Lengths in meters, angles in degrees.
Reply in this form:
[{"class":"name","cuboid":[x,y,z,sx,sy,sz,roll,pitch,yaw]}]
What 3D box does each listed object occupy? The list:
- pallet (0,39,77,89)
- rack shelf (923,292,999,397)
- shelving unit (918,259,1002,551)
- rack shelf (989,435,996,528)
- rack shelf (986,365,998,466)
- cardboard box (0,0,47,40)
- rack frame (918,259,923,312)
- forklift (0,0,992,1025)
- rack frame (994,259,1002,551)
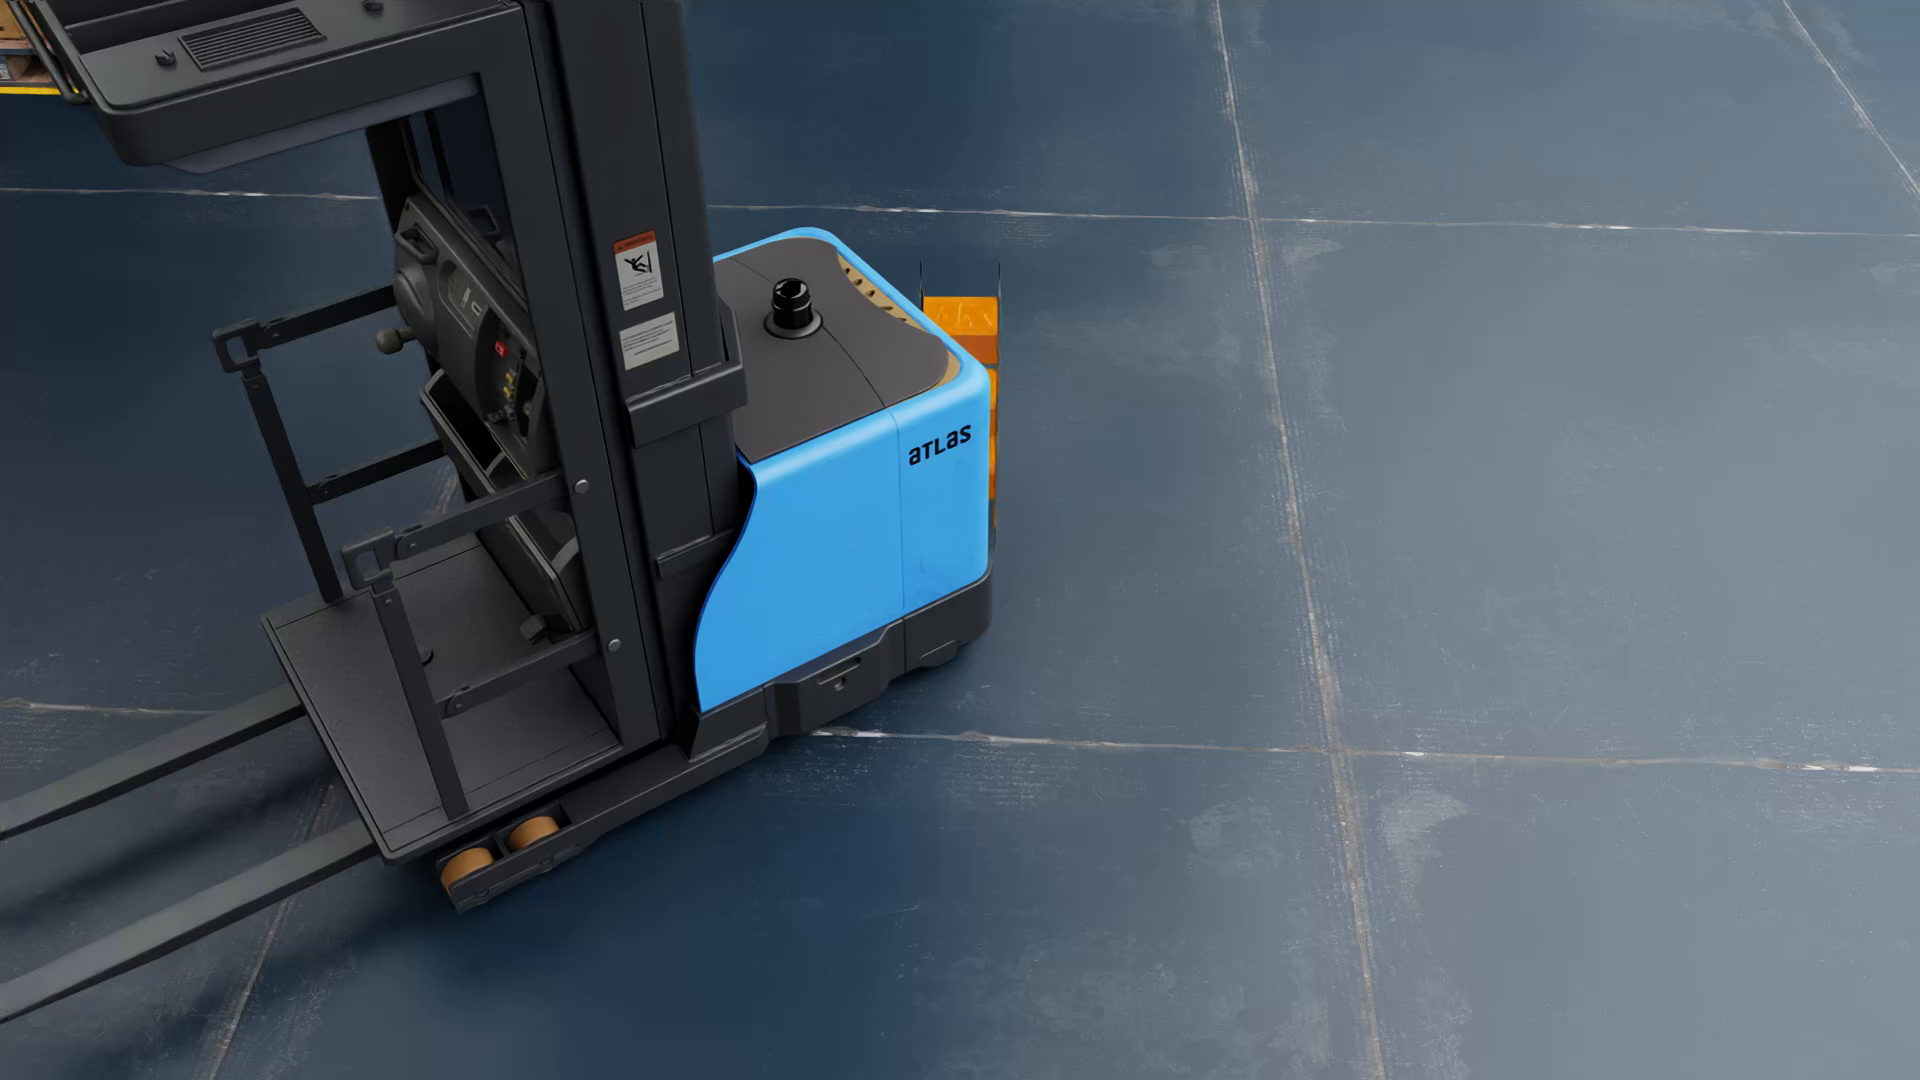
[{"class":"pallet","cuboid":[-4.661,-2.630,8.418,1.213,0.211,1.003,2,43,2]},{"class":"rack shelf","cuboid":[0.000,-0.616,5.240,0.240,0.259,0.215,0,43,0]},{"class":"shelving unit","cuboid":[0.000,-0.416,5.426,0.252,1.050,0.215,0,43,0]},{"class":"rack shelf","cuboid":[0.000,-0.205,5.623,0.240,0.259,0.215,0,43,0]},{"class":"rack shelf","cuboid":[0.000,-0.408,5.433,0.240,0.259,0.215,0,43,0]},{"class":"cardboard box","cuboid":[-4.539,-3.031,8.054,0.875,0.875,0.875,2,43,2]},{"class":"rack frame","cuboid":[-0.122,-0.416,5.427,0.008,1.050,0.200,0,43,0]},{"class":"forklift","cuboid":[-1.403,-0.462,4.096,3.031,2.935,1.130,-25,48,-24]},{"class":"rack frame","cuboid":[0.122,-0.415,5.426,0.008,1.050,0.200,0,43,0]}]
